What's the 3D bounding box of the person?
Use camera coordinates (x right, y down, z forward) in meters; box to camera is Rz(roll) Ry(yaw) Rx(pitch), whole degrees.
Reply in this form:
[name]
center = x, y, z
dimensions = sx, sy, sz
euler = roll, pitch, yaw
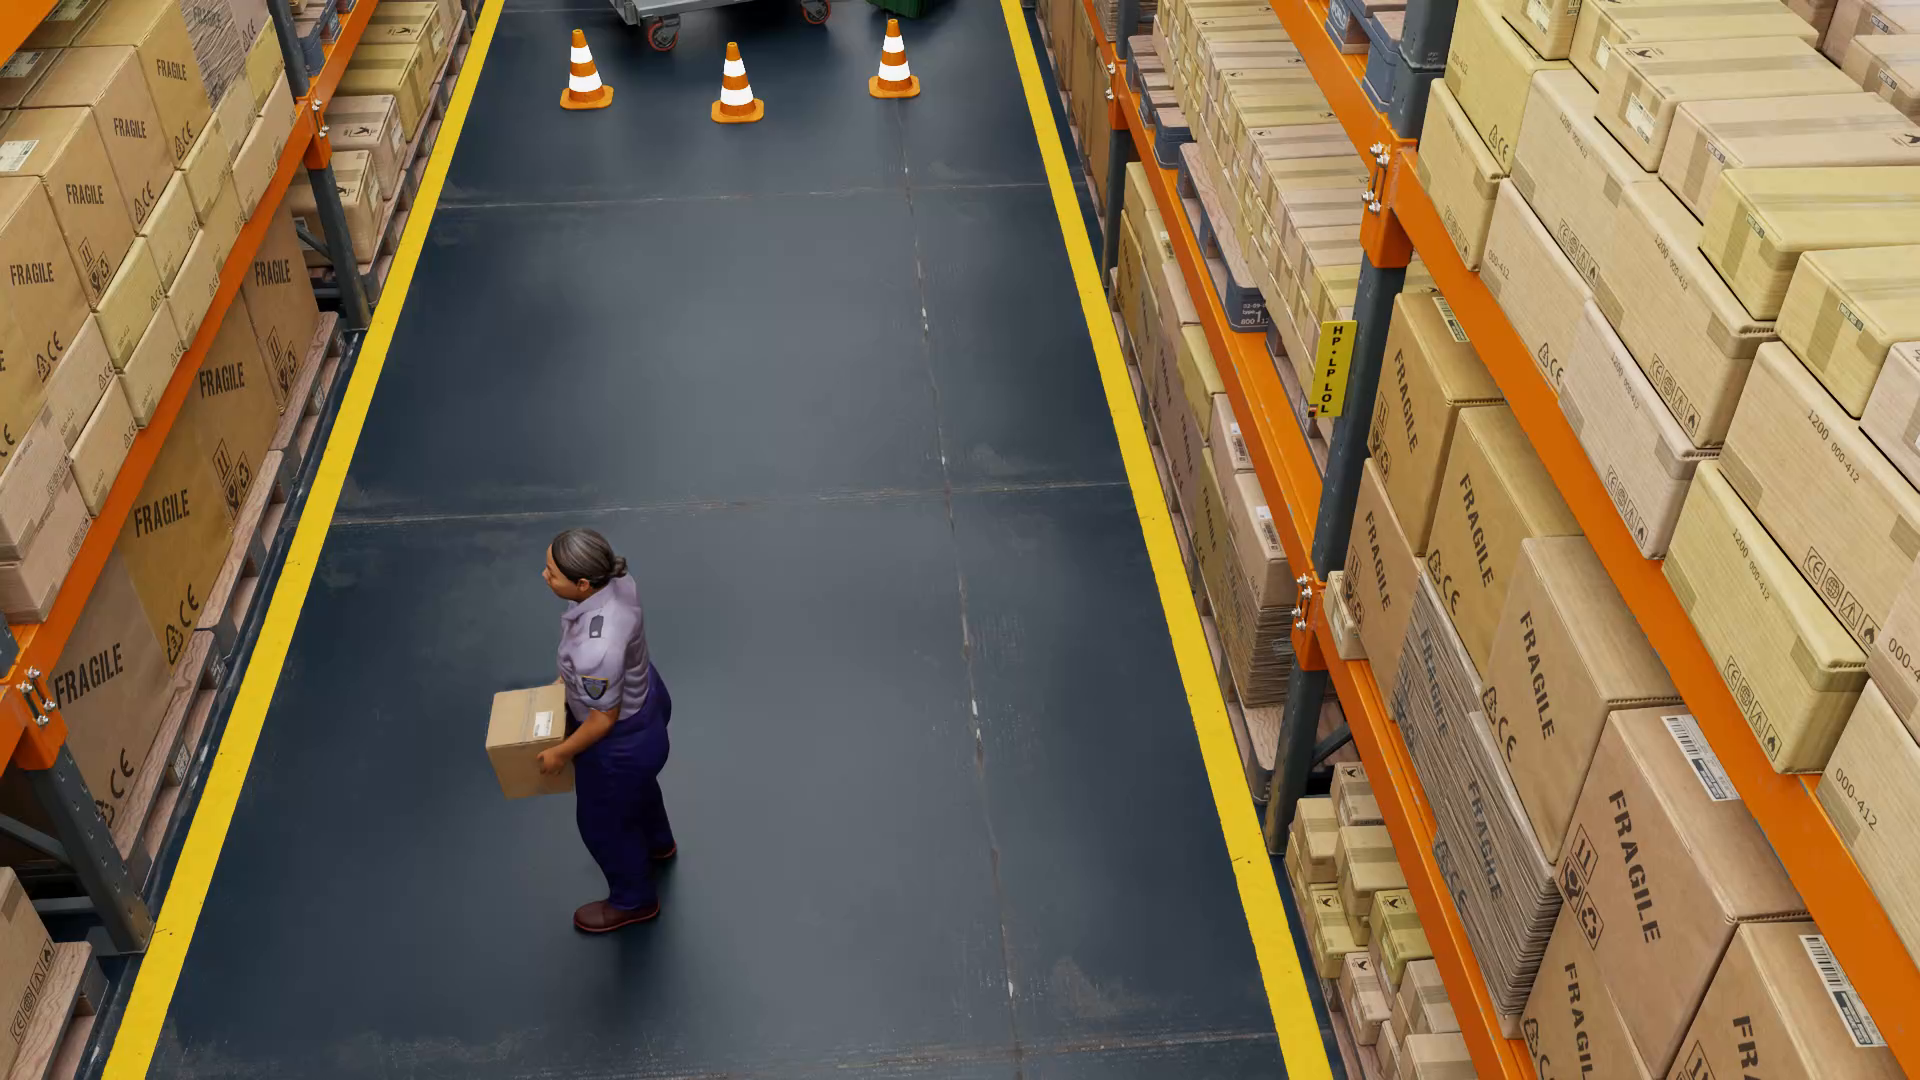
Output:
[person]
center = -1.157, 0.609, 5.415
dimensions = 0.423, 1.656, 0.506
euler = -4, 40, -5
